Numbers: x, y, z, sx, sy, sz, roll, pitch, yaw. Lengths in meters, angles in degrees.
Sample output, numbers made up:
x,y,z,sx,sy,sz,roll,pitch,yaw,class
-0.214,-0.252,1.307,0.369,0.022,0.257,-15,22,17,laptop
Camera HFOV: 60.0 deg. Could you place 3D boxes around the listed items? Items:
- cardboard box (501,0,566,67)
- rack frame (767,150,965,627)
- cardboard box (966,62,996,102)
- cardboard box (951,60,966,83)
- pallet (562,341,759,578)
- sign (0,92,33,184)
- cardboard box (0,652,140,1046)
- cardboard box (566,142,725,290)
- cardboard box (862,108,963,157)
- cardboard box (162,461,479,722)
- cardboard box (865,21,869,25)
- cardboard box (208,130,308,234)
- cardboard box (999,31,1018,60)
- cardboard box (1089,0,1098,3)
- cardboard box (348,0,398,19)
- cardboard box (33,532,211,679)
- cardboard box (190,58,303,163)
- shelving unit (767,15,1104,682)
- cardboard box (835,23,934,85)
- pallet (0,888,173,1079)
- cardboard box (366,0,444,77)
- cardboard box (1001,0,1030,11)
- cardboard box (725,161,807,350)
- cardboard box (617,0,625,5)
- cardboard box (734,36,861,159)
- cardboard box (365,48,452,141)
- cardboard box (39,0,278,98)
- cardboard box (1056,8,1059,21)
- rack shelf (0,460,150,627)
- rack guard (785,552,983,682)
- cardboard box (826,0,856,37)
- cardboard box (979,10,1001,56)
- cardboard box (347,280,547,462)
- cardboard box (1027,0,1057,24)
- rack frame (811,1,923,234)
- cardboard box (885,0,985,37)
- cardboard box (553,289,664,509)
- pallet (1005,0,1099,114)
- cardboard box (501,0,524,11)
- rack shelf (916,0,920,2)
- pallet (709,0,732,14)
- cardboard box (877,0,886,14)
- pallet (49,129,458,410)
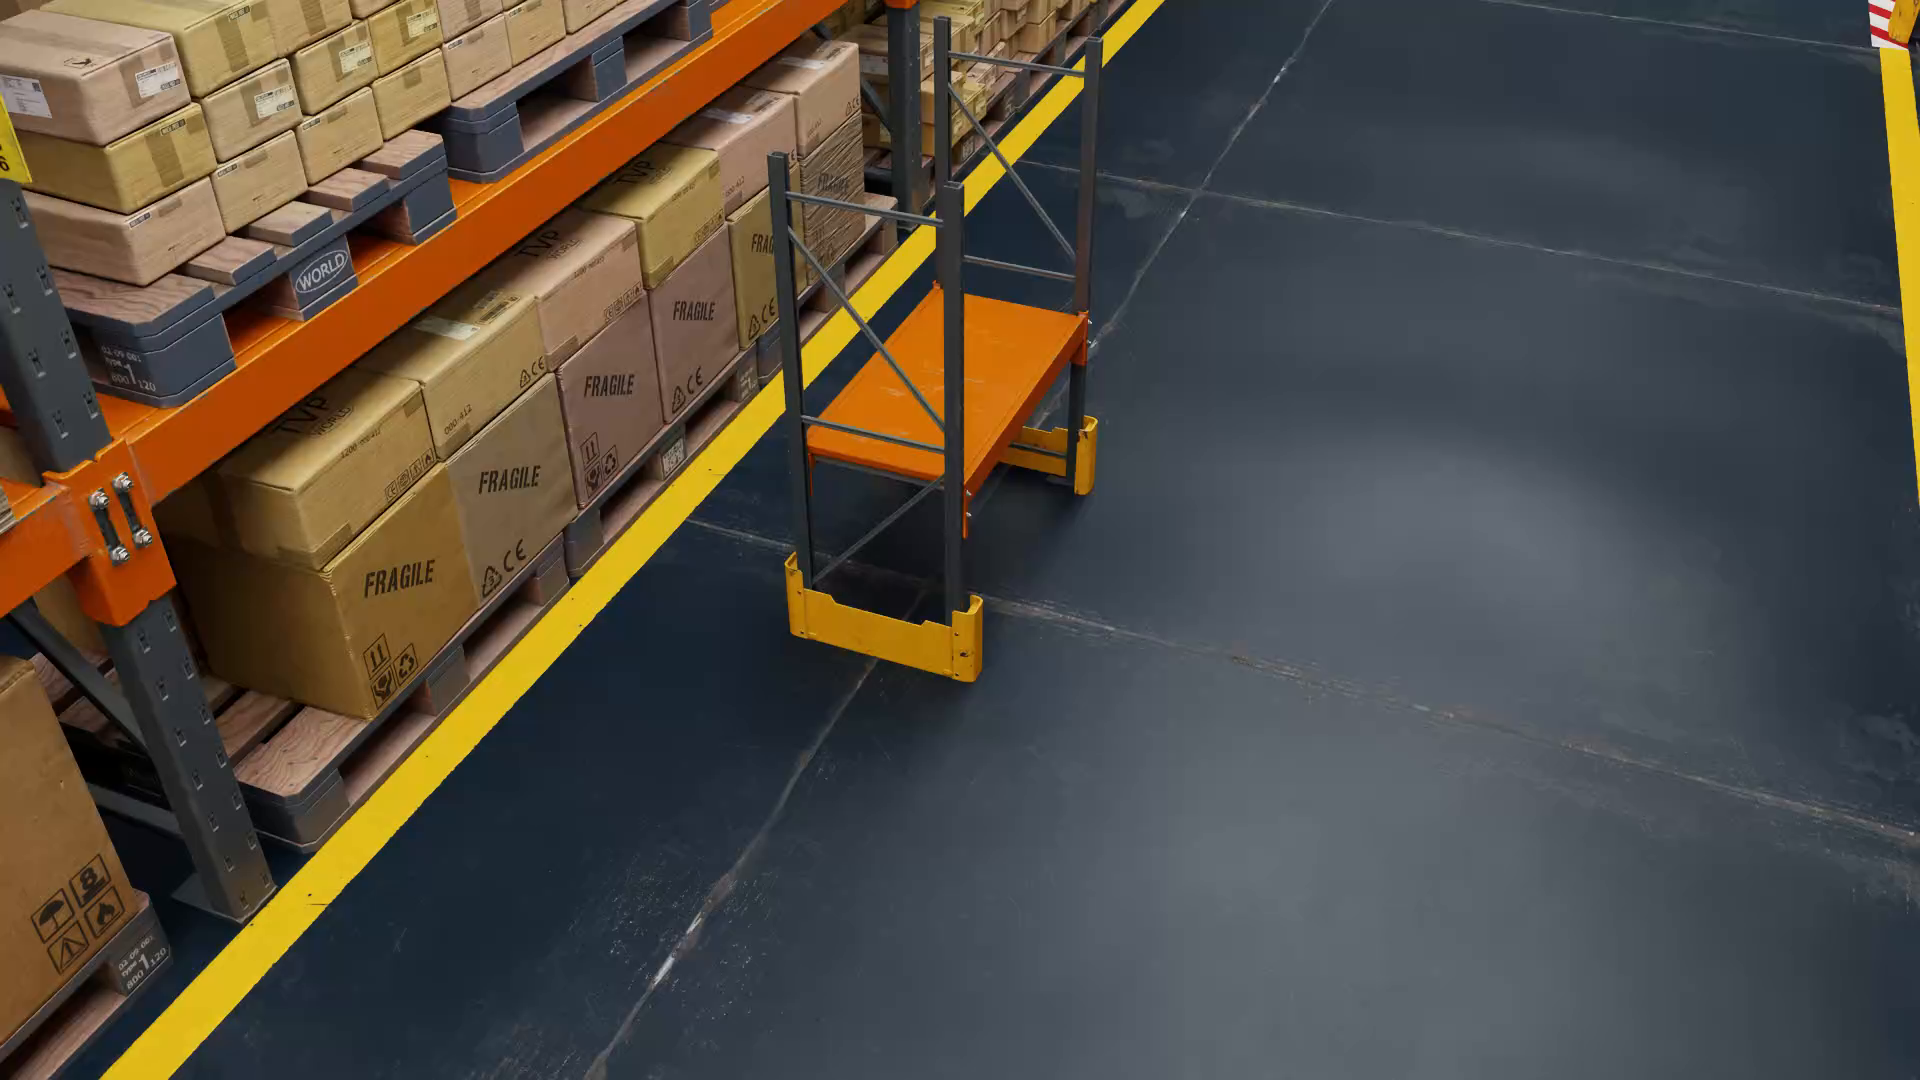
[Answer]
x,y,z,sx,sy,sz,roll,pitch,yaw,class
-1.304,-1.422,4.506,0.380,0.149,0.250,14,39,18,cardboard box
-0.226,-0.272,4.361,0.500,1.500,0.032,14,39,18,rack frame
-0.058,-2.084,7.563,0.380,0.149,0.250,14,39,18,cardboard box
-0.195,-2.066,7.291,0.380,0.149,0.250,14,39,18,cardboard box
-1.399,-0.406,5.617,1.003,0.211,1.213,14,39,18,pallet
-1.649,-0.757,2.790,0.100,0.325,0.005,14,39,18,sign
-2.479,0.632,3.428,1.050,0.750,0.750,13,39,17,cardboard box
-1.087,-1.052,5.263,0.500,0.250,0.500,12,38,16,cardboard box
-0.206,-1.787,7.166,0.380,0.149,0.250,12,38,16,cardboard box
-1.659,0.082,4.372,0.500,0.500,0.500,12,38,16,cardboard box
-0.639,-2.330,7.643,0.380,0.149,0.250,13,39,16,cardboard box
-1.705,-0.836,3.722,0.380,0.149,0.250,16,40,20,cardboard box
0.062,-2.393,7.976,0.380,0.149,0.250,12,38,16,cardboard box
0.567,-2.947,8.718,0.380,0.149,0.250,12,38,16,cardboard box
-1.510,-1.366,3.934,0.380,0.149,0.250,12,38,16,cardboard box
-2.155,-0.009,4.493,0.500,0.500,0.500,14,39,18,cardboard box
-1.693,-0.977,3.662,0.380,0.149,0.250,16,40,20,cardboard box
-0.029,-0.559,4.745,0.587,1.500,1.083,14,39,18,shelving unit
-0.319,-2.041,7.008,0.380,0.149,0.250,15,39,20,cardboard box
-2.533,1.118,3.577,1.003,0.211,1.213,14,39,18,pallet
-1.499,-1.265,4.048,0.380,0.149,0.250,14,39,18,cardboard box
0.142,-2.603,7.760,0.380,0.149,0.250,15,39,19,cardboard box
-0.886,-1.048,5.884,0.500,0.500,0.500,13,39,17,cardboard box
-1.103,-1.713,4.895,0.380,0.149,0.250,16,39,20,cardboard box
-0.691,-1.630,6.036,0.500,0.250,0.500,13,39,17,cardboard box
-1.501,-1.135,4.122,0.380,0.149,0.250,16,40,20,cardboard box
-1.709,-1.085,3.558,0.380,0.149,0.250,13,39,17,cardboard box
0.279,-2.678,8.357,0.380,0.149,0.250,15,39,19,cardboard box
-2.925,0.978,2.037,1.077,0.370,4.000,14,39,18,rack shelf
-0.219,0.218,4.750,0.587,0.250,0.087,14,39,18,rack guard
-0.687,-2.304,7.360,0.380,0.149,0.250,14,39,18,cardboard box
-0.030,-2.358,7.681,0.380,0.149,0.250,12,38,15,cardboard box
-1.485,-0.493,4.514,0.500,0.250,0.500,13,39,17,cardboard box
0.251,-2.630,8.046,0.380,0.149,0.250,14,39,17,cardboard box
-0.642,-2.632,6.266,1.000,3.000,0.127,14,39,18,rack frame
-0.109,-2.331,7.396,0.380,0.149,0.250,13,39,17,cardboard box
-1.280,-0.483,5.127,0.500,0.500,0.500,13,39,17,cardboard box
0.044,-2.573,8.516,1.003,0.211,1.213,14,39,18,pallet
-1.305,-1.540,4.415,0.380,0.149,0.250,13,39,17,cardboard box
0.119,-3.452,7.963,1.077,0.370,4.000,14,39,18,rack shelf
-1.067,-2.166,5.802,1.003,0.211,1.213,14,39,18,pallet
-0.428,-2.569,7.715,0.380,0.149,0.250,15,39,19,cardboard box
-1.991,-0.760,3.921,1.213,0.211,1.003,14,39,18,pallet
